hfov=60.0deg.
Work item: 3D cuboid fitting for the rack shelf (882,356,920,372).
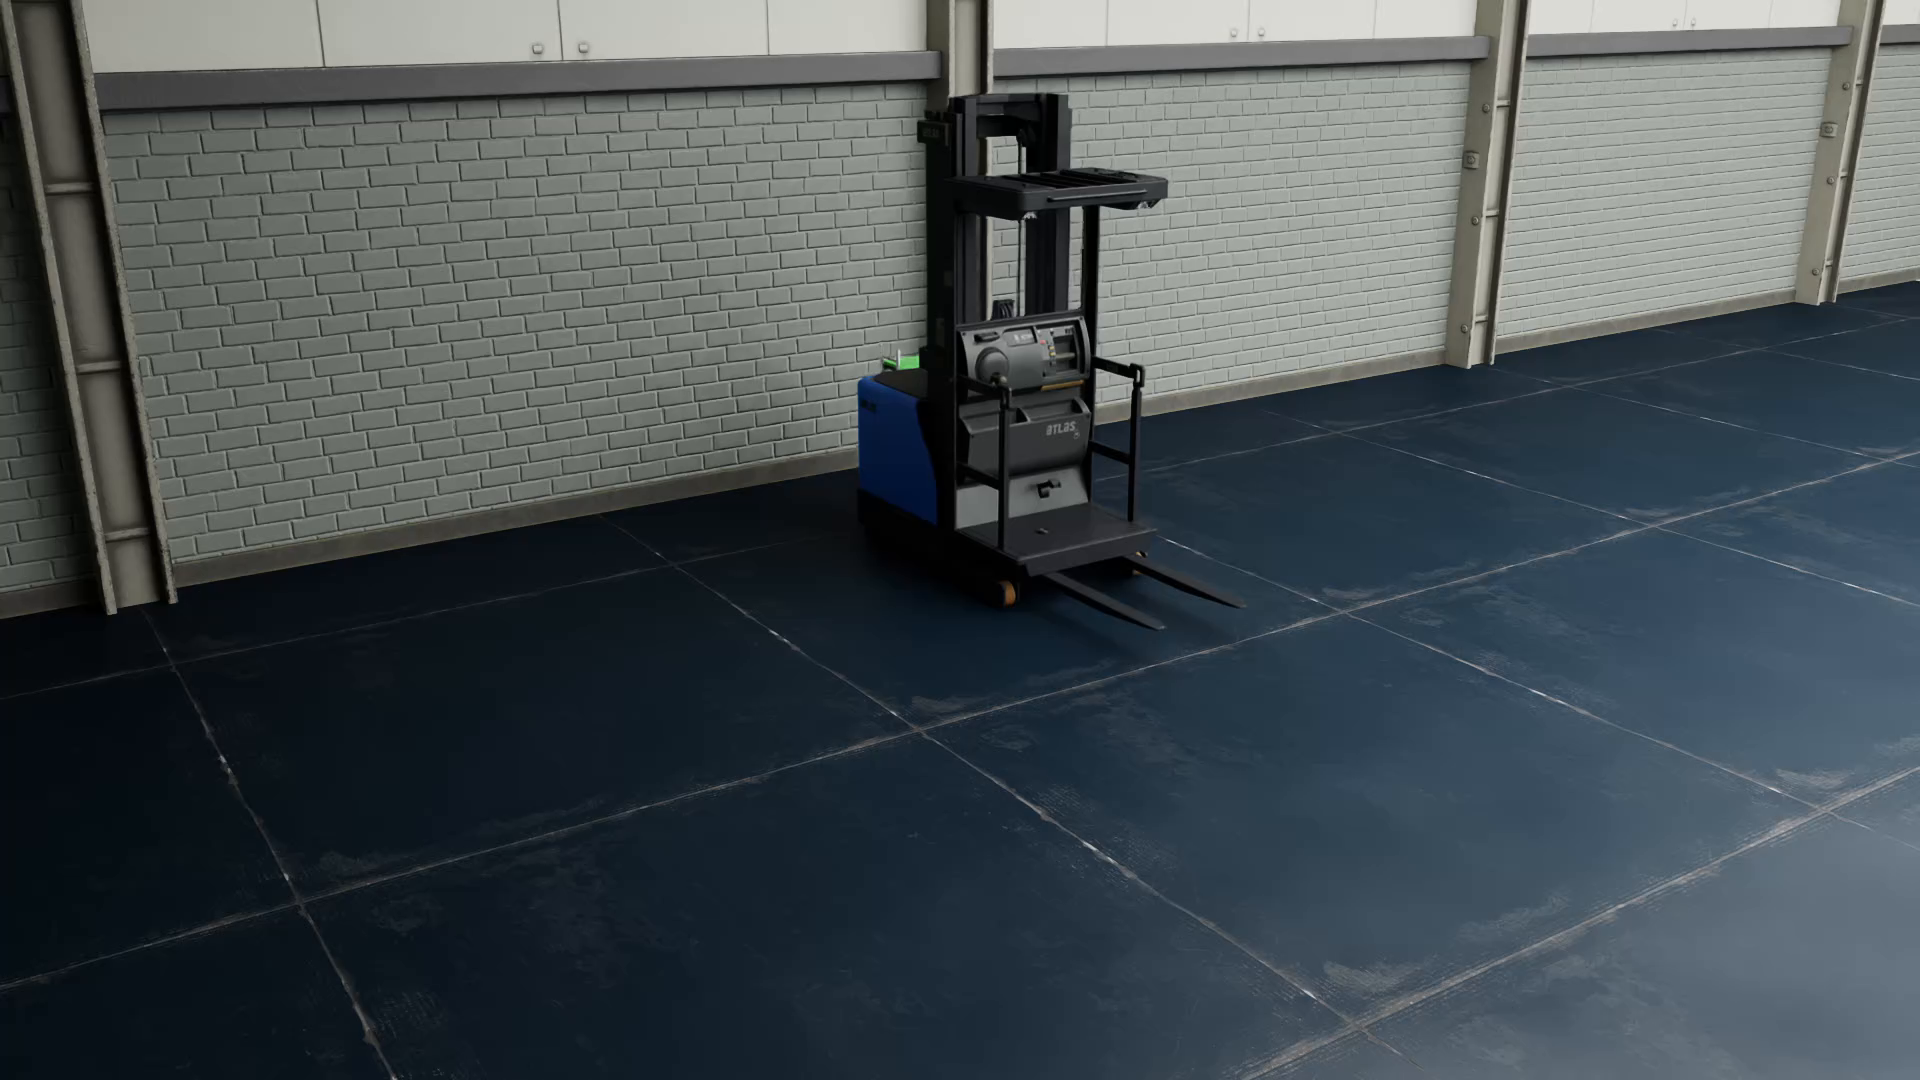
[{"bbox_3d":[-0.278,-1.195,11.607,0.480,0.148,0.258,-12,22,-31],"label":"rack shelf"}]

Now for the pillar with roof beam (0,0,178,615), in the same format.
[{"bbox_3d":[-2.643,-2.739,5.297,0.400,9.000,9.100,-12,22,-31],"label":"pillar with roof beam"}]

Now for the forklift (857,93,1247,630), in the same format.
[{"bbox_3d":[0.526,-1.152,10.077,1.130,2.935,3.031,-12,22,-31],"label":"forklift"}]

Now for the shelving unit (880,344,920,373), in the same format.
[{"bbox_3d":[-0.277,-0.801,11.739,0.503,1.200,0.258,-12,22,-31],"label":"shelving unit"}]

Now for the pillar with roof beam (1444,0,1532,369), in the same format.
[{"bbox_3d":[7.379,-4.853,11.549,0.400,9.000,9.100,-12,22,-31],"label":"pillar with roof beam"}]

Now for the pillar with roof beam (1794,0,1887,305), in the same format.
[{"bbox_3d":[12.390,-5.910,14.675,0.400,9.000,9.100,-12,22,-31],"label":"pillar with roof beam"}]

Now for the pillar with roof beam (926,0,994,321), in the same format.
[{"bbox_3d":[2.368,-3.796,8.423,0.400,9.000,9.100,-12,22,-31],"label":"pillar with roof beam"}]

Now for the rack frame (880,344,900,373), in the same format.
[{"bbox_3d":[-0.481,-0.758,11.612,0.015,1.200,0.240,-12,22,-31],"label":"rack frame"}]
